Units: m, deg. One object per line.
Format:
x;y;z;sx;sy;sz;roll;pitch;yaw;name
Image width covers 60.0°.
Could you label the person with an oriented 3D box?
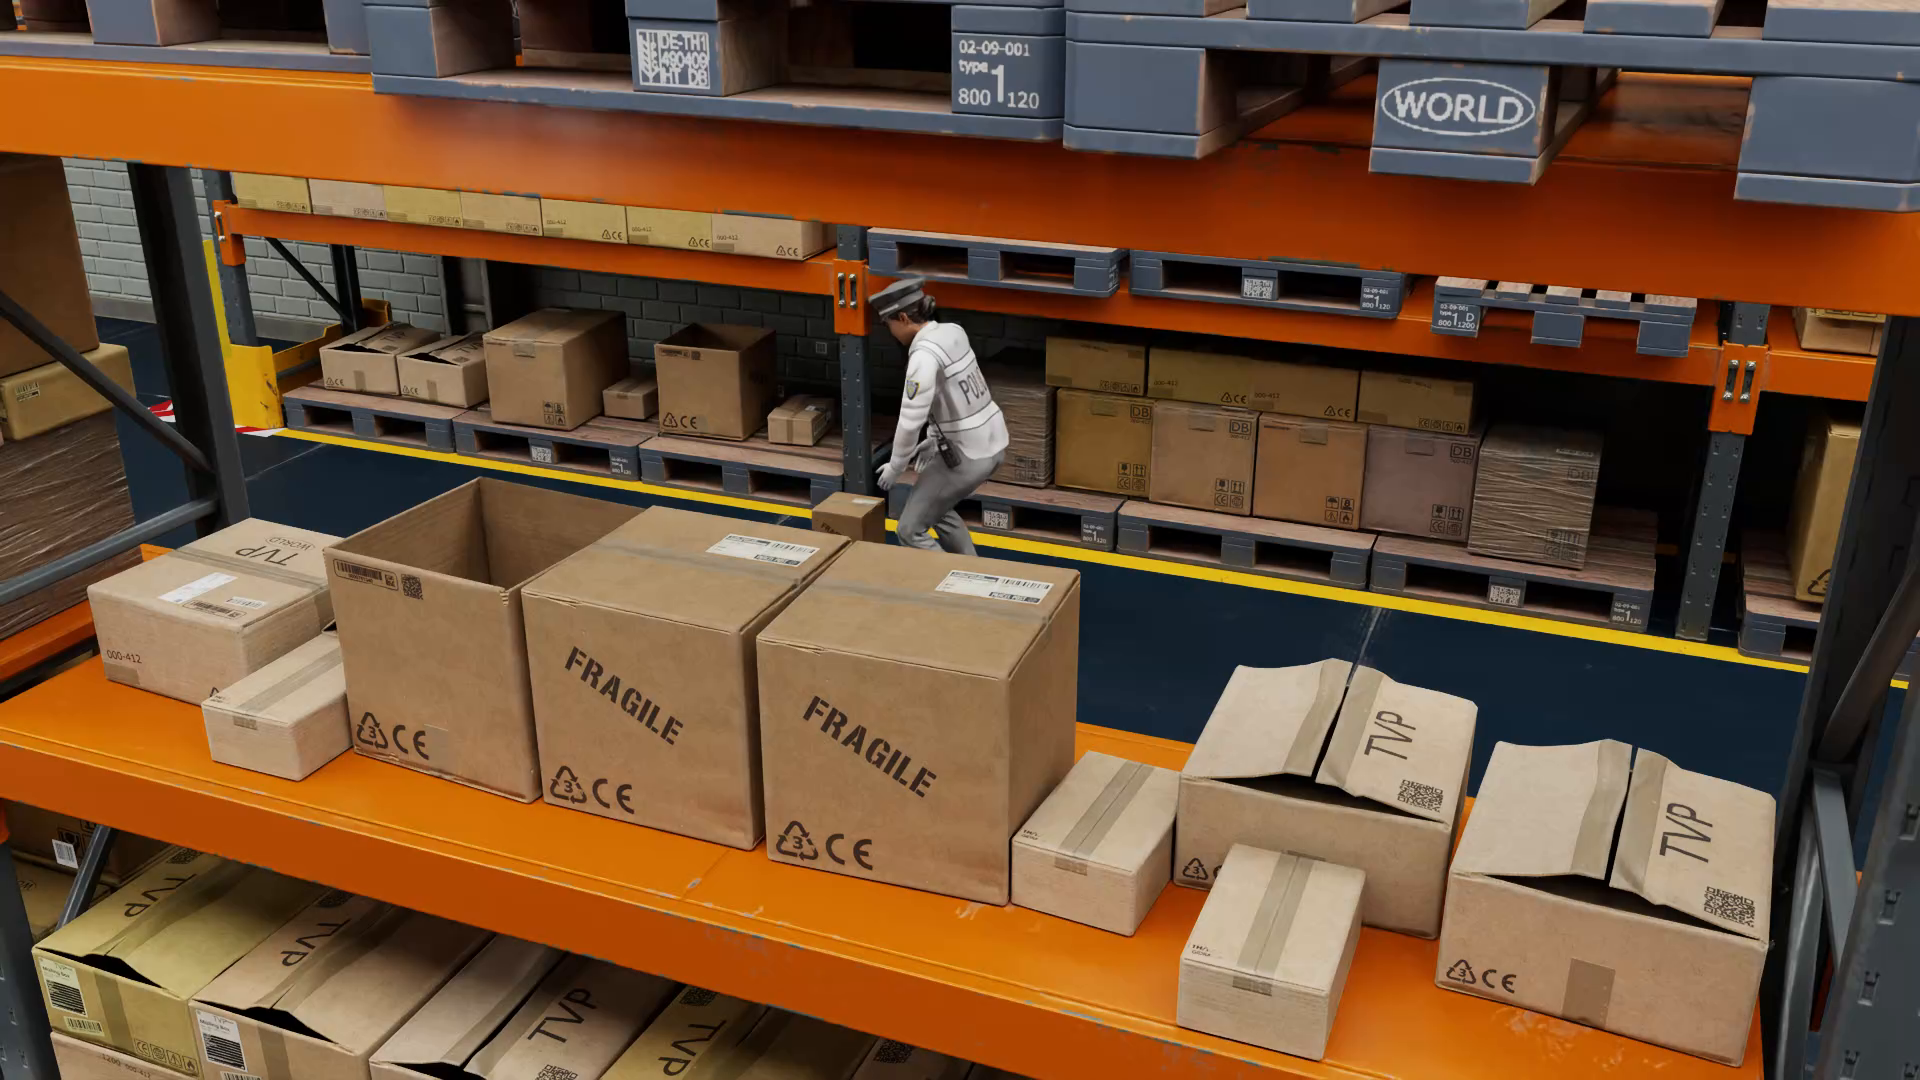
-0.102;-0.371;7.189;0.591;1.522;0.526;9;24;21;person
